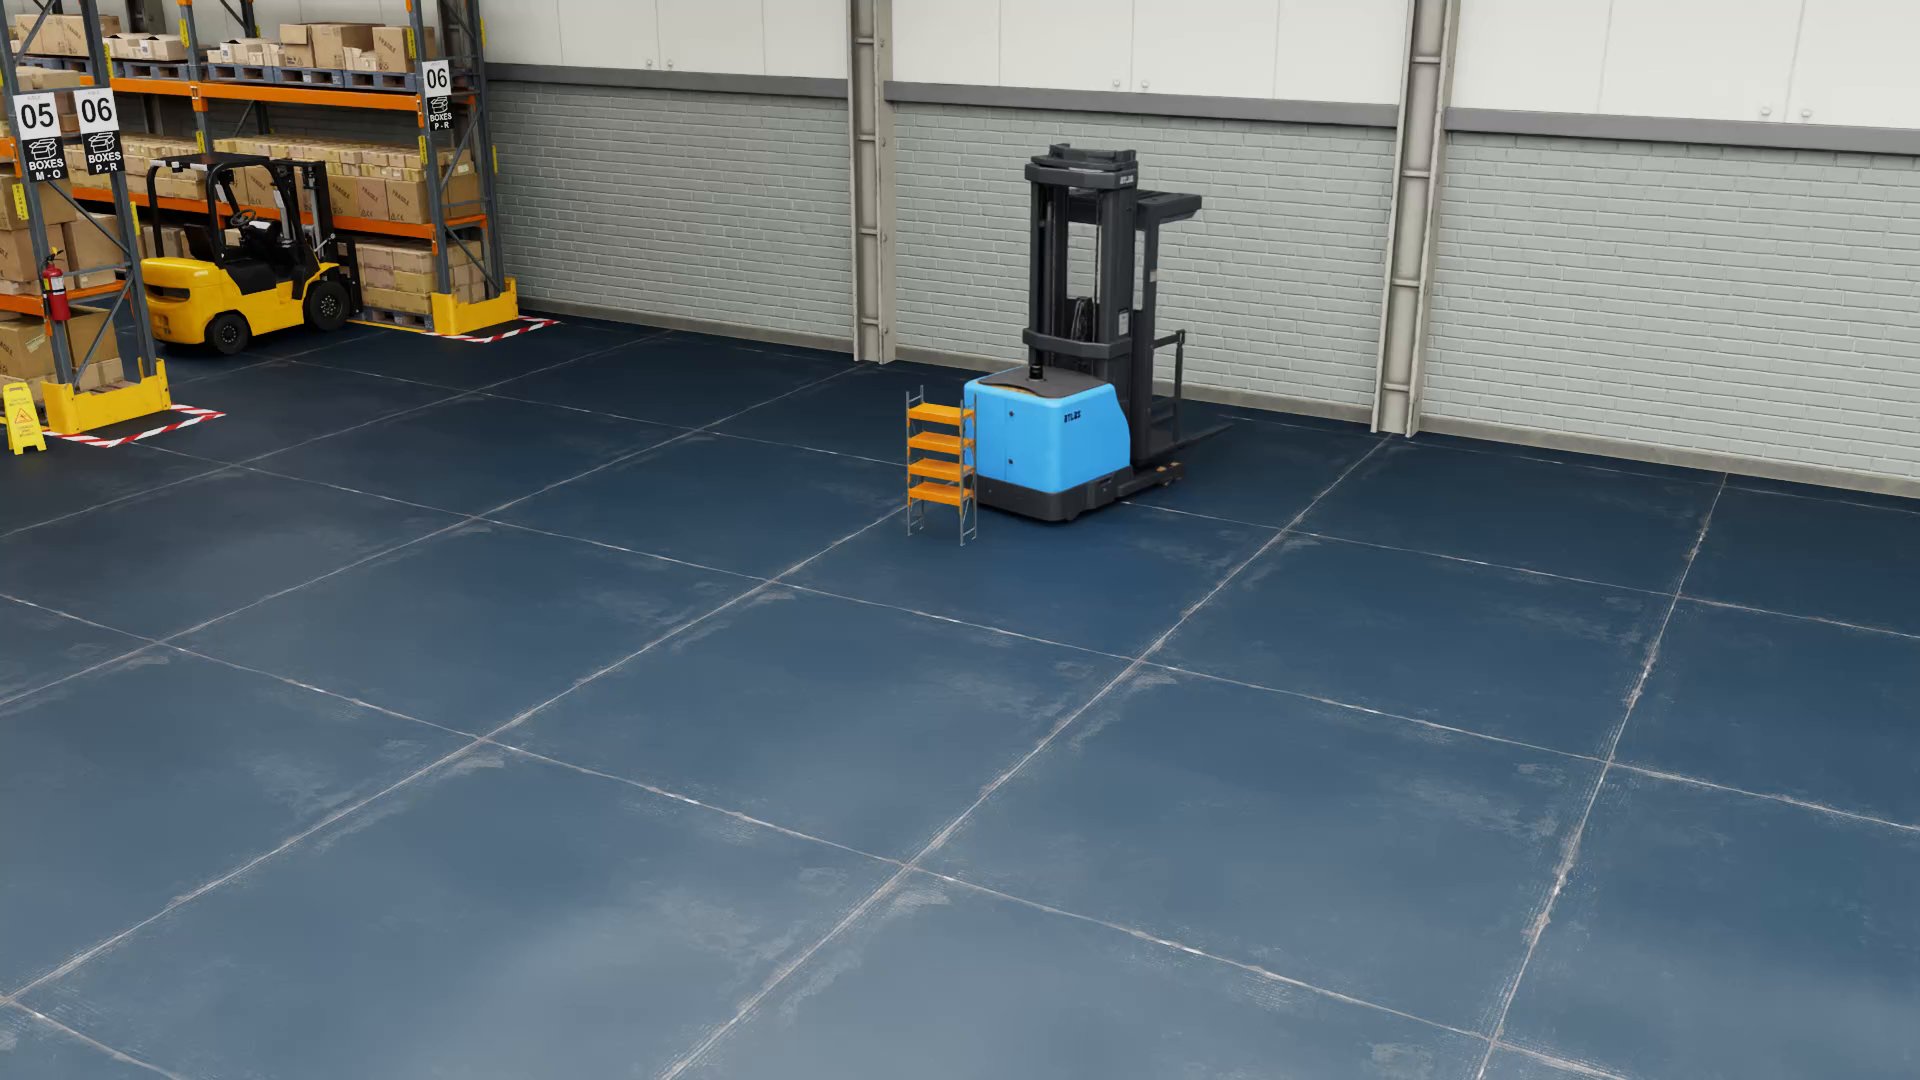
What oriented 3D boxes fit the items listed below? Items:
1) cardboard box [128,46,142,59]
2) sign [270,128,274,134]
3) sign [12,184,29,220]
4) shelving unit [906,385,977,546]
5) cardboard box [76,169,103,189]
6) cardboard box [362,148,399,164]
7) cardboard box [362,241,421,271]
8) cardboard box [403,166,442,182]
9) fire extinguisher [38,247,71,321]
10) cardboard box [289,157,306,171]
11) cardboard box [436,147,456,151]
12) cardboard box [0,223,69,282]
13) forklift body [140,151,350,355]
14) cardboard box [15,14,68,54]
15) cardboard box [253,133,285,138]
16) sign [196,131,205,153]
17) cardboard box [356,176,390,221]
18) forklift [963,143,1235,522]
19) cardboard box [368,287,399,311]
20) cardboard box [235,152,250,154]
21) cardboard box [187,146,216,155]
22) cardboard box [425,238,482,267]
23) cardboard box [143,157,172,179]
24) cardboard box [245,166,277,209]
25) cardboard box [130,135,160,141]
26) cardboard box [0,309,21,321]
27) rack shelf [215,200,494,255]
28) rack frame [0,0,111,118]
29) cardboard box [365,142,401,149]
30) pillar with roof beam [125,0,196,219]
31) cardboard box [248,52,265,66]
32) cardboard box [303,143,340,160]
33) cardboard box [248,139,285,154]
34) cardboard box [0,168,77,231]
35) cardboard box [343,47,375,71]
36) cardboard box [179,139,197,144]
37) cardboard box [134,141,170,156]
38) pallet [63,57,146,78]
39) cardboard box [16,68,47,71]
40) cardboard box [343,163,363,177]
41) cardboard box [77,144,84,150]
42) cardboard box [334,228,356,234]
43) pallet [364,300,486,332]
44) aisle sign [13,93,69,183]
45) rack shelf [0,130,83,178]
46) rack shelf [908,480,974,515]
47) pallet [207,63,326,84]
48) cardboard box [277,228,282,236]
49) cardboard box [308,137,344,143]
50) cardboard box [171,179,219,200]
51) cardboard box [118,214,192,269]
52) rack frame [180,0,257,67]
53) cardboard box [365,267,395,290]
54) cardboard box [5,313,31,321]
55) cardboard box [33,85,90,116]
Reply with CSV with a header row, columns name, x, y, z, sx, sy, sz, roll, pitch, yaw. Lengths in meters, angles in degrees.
name,x,y,z,sx,sy,sz,roll,pitch,yaw
cardboard box,-10.641,-6.388,21.783,0.250,0.149,0.380,11,23,27
sign,-9.263,-5.369,22.381,0.005,0.325,0.100,11,23,27
sign,-8.746,-3.146,15.479,0.005,0.325,0.100,11,23,27
shelving unit,-0.145,-0.592,13.236,0.503,1.200,0.258,11,23,27
cardboard box,-11.867,-5.038,23.076,0.500,0.250,0.500,10,22,26
cardboard box,-7.109,-4.713,20.425,0.250,0.149,0.380,11,23,28
cardboard box,-7.043,-3.536,20.663,0.500,0.250,0.500,11,23,28
cardboard box,-6.480,-4.420,20.053,0.250,0.149,0.380,11,23,28
fire extinguisher,-8.583,-2.423,15.759,0.183,0.674,0.296,11,23,27
cardboard box,-8.279,-4.758,20.986,0.250,0.149,0.380,10,22,26
cardboard box,-6.431,-4.768,20.576,0.250,0.149,0.380,12,23,29
cardboard box,-9.066,-2.811,16.132,0.500,0.500,0.500,10,22,26
forklift body,-8.586,-3.467,19.769,1.214,2.155,2.313,11,23,27
cardboard box,-12.511,-6.933,22.770,0.500,0.500,0.500,11,23,28
cardboard box,-9.107,-5.288,22.009,0.250,0.149,0.380,11,23,27
sign,-9.789,-5.103,21.452,0.005,0.325,0.100,11,23,27
cardboard box,-7.047,-4.234,20.491,0.500,0.500,0.500,12,23,29
forklift,1.361,-1.955,14.457,1.130,2.935,3.031,16,26,38
cardboard box,-7.035,-3.068,20.841,0.500,0.250,0.500,11,23,27
cardboard box,-9.156,-4.937,21.479,0.250,0.149,0.380,11,23,29
cardboard box,-9.939,-5.102,21.933,0.250,0.149,0.380,12,23,29
cardboard box,-6.368,-3.605,20.854,0.500,0.250,0.500,10,22,26
cardboard box,-10.539,-5.012,22.271,0.500,0.250,0.500,10,22,26
cardboard box,-8.810,-4.573,21.426,0.500,0.500,0.500,11,23,28
cardboard box,-11.292,-5.533,23.121,0.250,0.149,0.380,12,23,29
cardboard box,-9.638,-2.274,16.602,0.250,0.149,0.380,12,23,29
rack shelf,-7.787,-4.088,21.292,4.000,0.370,1.077,11,23,27
rack frame,-8.458,-5.436,15.154,0.127,3.000,1.000,11,23,27
cardboard box,-7.311,-4.953,21.087,0.250,0.149,0.380,10,22,26
pillar with roof beam,-13.547,-7.014,19.506,0.400,9.000,9.100,11,23,27
cardboard box,-8.618,-6.003,20.721,0.250,0.149,0.380,12,23,29
cardboard box,-8.010,-4.883,20.893,0.250,0.149,0.380,11,23,28
cardboard box,-8.900,-5.053,21.363,0.250,0.149,0.380,10,22,26
cardboard box,-9.011,-3.292,15.993,0.500,0.500,0.700,10,22,26
cardboard box,-7.134,-5.775,19.922,0.258,0.266,0.396,11,23,27
cardboard box,-10.394,-5.372,22.677,0.250,0.149,0.380,11,22,27
cardboard box,-10.854,-5.262,22.375,0.250,0.149,0.380,10,22,26
pallet,-11.411,-6.474,22.692,1.213,0.211,1.003,12,23,30
cardboard box,-9.085,-4.499,16.170,0.250,0.149,0.380,11,23,27
cardboard box,-7.381,-4.590,20.522,0.250,0.149,0.380,10,22,26
cardboard box,-11.951,-5.484,22.986,0.250,0.149,0.380,11,23,28
cardboard box,-8.124,-3.942,21.783,0.500,0.250,0.500,11,23,28
pallet,-6.729,-2.898,21.044,1.213,0.211,1.003,11,23,27
aisle sign,-8.546,-3.741,15.467,0.004,0.787,0.394,11,23,27
rack shelf,-10.204,-4.020,16.705,4.000,0.370,1.077,11,23,27
rack shelf,-0.145,-0.342,13.327,0.480,0.148,0.258,11,23,27
pallet,-8.776,-5.993,21.220,1.213,0.211,1.003,11,23,27
cardboard box,-8.822,-3.872,21.591,0.500,0.250,0.500,11,23,27
cardboard box,-8.205,-5.121,21.551,0.250,0.149,0.380,10,22,26
cardboard box,-10.100,-4.694,22.128,0.500,0.250,0.500,11,23,29
cardboard box,-11.325,-4.179,23.354,0.625,0.625,0.875,10,22,25
rack frame,-9.533,-7.579,21.063,0.127,3.000,1.000,11,23,27
cardboard box,-7.051,-3.308,20.769,0.500,0.250,0.500,11,22,27
cardboard box,-9.742,-2.014,16.836,0.500,0.500,0.500,12,23,29
cardboard box,-8.767,-4.258,16.089,0.500,0.250,0.500,10,22,26
